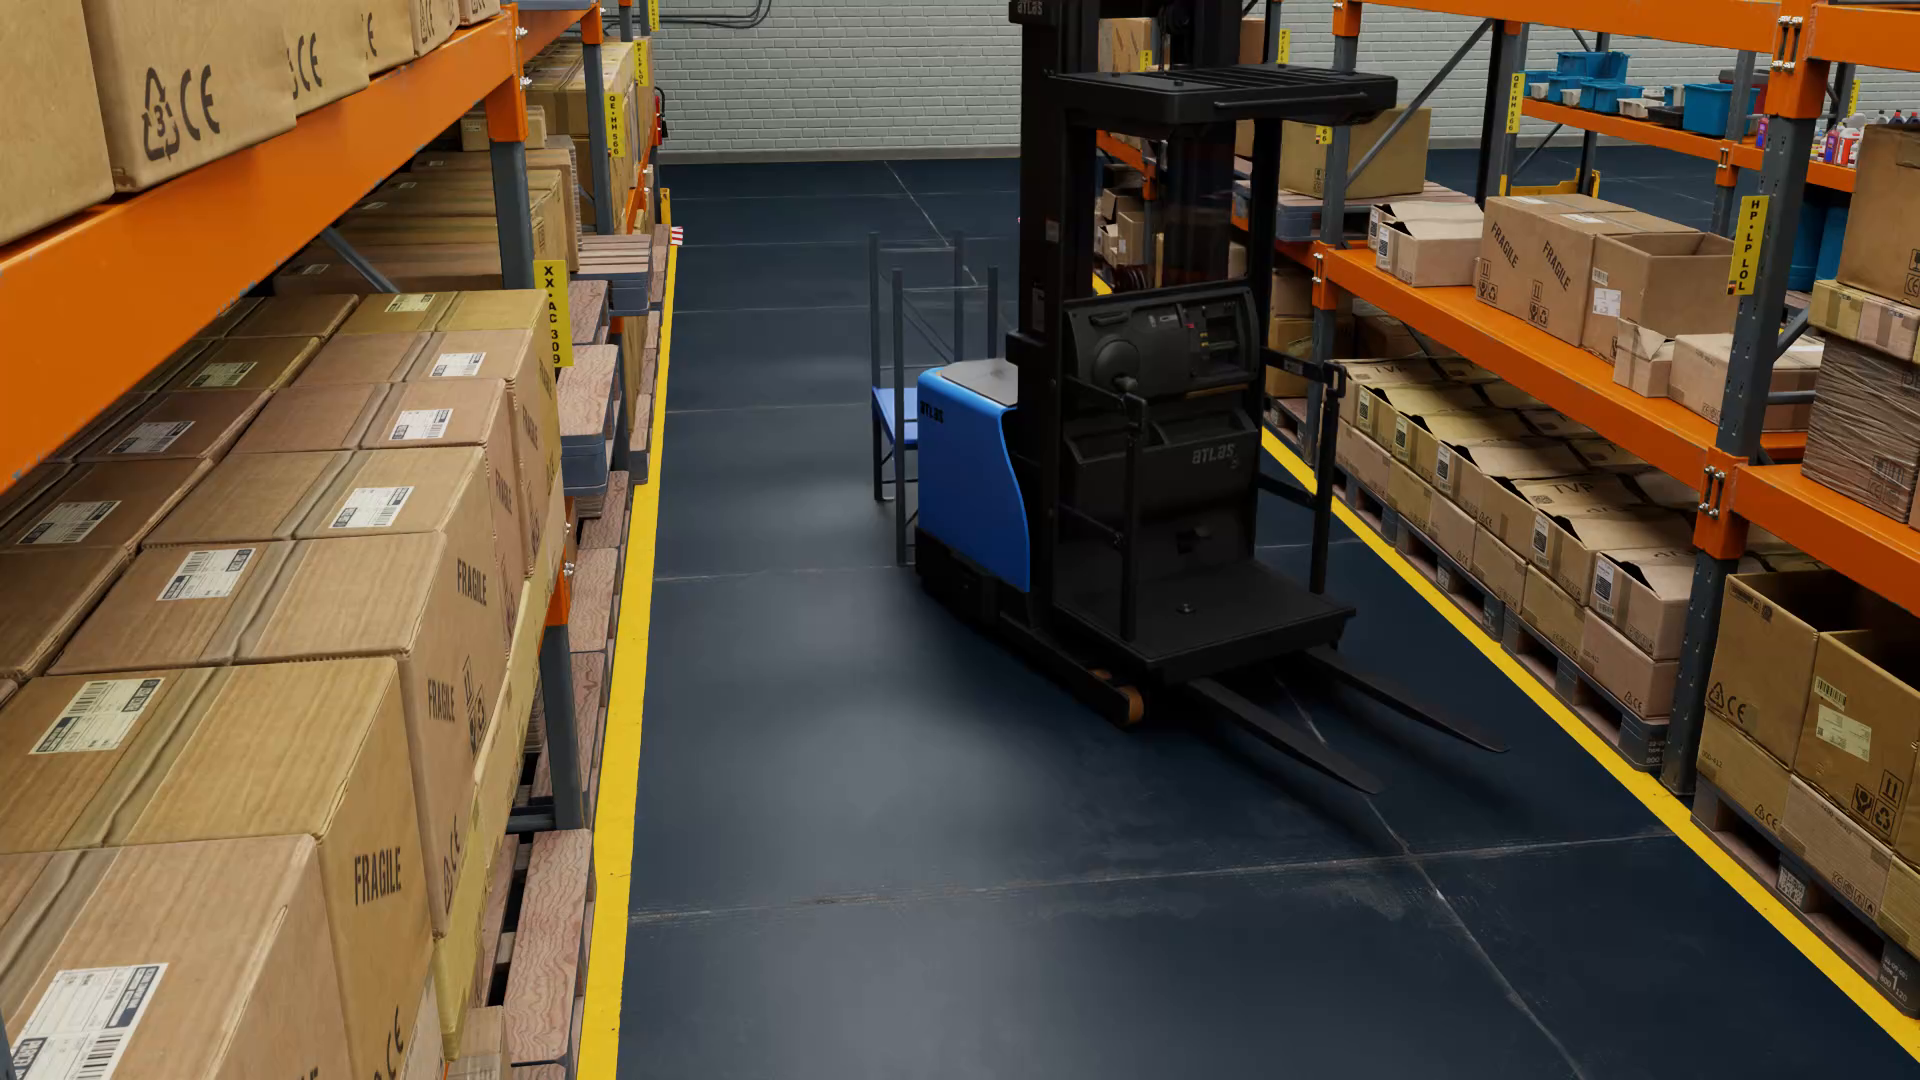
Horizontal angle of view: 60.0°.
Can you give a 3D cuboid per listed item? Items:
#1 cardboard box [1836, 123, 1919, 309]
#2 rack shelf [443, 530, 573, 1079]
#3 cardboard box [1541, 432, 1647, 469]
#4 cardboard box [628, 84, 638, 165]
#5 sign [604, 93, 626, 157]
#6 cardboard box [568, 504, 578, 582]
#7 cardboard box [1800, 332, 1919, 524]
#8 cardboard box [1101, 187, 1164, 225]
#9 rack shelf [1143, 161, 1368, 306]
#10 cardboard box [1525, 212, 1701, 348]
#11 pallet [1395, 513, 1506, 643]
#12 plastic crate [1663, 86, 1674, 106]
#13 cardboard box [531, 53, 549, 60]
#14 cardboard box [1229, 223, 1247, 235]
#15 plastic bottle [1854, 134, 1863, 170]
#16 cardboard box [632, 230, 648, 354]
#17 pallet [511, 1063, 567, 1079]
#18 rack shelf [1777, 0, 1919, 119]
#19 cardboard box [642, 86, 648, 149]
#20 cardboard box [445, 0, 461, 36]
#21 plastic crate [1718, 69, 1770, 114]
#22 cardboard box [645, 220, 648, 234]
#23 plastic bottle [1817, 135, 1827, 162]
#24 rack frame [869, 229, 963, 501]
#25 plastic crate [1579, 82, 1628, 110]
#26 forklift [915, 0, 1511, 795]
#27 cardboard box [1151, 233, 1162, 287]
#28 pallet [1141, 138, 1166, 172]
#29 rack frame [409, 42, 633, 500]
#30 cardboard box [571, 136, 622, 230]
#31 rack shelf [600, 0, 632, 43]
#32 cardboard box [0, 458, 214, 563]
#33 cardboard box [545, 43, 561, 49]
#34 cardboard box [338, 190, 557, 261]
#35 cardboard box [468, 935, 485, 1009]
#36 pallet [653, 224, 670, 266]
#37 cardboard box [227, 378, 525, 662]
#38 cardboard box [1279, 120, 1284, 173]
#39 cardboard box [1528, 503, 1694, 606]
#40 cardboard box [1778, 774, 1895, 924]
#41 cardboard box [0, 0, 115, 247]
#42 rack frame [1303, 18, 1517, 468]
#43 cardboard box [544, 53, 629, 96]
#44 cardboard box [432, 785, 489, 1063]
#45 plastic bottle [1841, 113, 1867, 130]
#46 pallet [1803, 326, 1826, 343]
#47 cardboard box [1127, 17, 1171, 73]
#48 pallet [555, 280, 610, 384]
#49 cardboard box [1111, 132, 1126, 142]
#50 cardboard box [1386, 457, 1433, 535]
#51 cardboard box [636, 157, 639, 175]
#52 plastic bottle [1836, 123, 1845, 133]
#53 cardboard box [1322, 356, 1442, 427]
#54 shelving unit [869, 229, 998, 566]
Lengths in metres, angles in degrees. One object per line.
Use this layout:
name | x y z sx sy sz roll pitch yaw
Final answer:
cardboard box | 3.207 -0.997 5.101 0.700 0.500 0.500 -3 21 -7
rack shelf | -1.476 0.785 3.356 1.077 0.370 4.000 -3 21 -8
cardboard box | 3.101 -0.355 7.908 0.500 0.311 0.500 -2 21 -6
cardboard box | -2.518 -2.887 11.562 0.500 0.500 0.500 -3 21 -7
sign | -1.805 -2.165 8.685 0.100 0.325 0.005 -3 21 -8
cardboard box | -2.127 -0.063 7.542 0.700 0.500 0.500 -3 21 -8
cardboard box | 3.207 -0.389 5.328 0.700 0.500 0.500 -3 21 -9
cardboard box | 1.708 -2.952 15.273 0.797 0.503 0.637 -3 21 -8
rack shelf | 2.272 -2.236 11.444 1.077 0.370 4.000 -3 21 -8
cardboard box | 2.894 -1.165 7.406 0.500 0.500 0.500 -3 21 -8
pallet | 2.813 0.134 8.055 1.003 0.211 1.213 -3 21 -8
plastic crate | 6.859 -4.151 15.696 0.416 0.233 0.300 -3 21 -8
cardboard box | -2.950 -3.035 10.886 0.500 0.250 0.500 -4 21 -10
cardboard box | 1.957 -2.126 11.993 0.500 0.250 0.500 -3 21 -8
plastic bottle | 6.743 -2.876 12.306 0.152 0.276 0.135 -3 21 -8
cardboard box | -2.564 -1.678 11.394 0.750 0.750 0.750 -2 21 -6
pallet | -1.453 1.716 3.821 1.003 0.211 1.213 -3 21 -8
rack shelf | 3.425 -0.871 3.503 1.077 0.370 4.000 -3 21 -8
cardboard box | -3.079 -3.597 13.630 0.980 0.700 0.700 -3 21 -9
cardboard box | -1.387 -1.368 3.633 0.500 0.500 0.500 -5 21 -12
plastic crate | 7.006 -3.894 14.678 0.402 0.464 0.583 -3 21 -8
cardboard box | -2.993 -2.478 14.037 0.700 0.500 0.500 -3 21 -8
plastic bottle | 6.646 -3.006 12.761 0.097 0.201 0.097 0 20 0
rack frame | -0.232 -0.940 9.090 0.500 1.500 0.032 -3 21 -9
plastic crate | 6.209 -4.291 16.071 0.416 0.233 0.300 -3 21 -8
forklift | 0.957 -0.804 6.681 1.130 2.935 3.031 -11 23 -28
cardboard box | 1.812 -2.121 13.052 0.500 0.500 0.500 -4 21 -10
pallet | 1.991 -2.894 12.451 1.003 0.211 1.213 -3 21 -8
rack frame | -2.341 -1.630 8.792 1.000 3.000 0.127 -3 21 -8
cardboard box | -2.158 -2.006 9.204 0.500 0.500 0.500 -2 21 -6
rack shelf | -2.629 -3.390 10.247 1.077 0.370 4.000 -3 21 -8
cardboard box | -1.680 0.170 3.089 0.500 0.500 0.500 -3 21 -7
cardboard box | -3.109 -3.389 11.834 0.500 0.250 0.500 -2 21 -6
cardboard box | -2.003 -1.096 6.591 0.700 0.500 0.500 0 20 0
cardboard box | -1.575 1.078 4.488 0.500 0.500 0.500 -4 21 -12
pallet | -3.301 -2.820 15.965 1.003 0.211 1.213 -3 21 -8
cardboard box | -1.251 -0.040 3.649 0.500 0.500 0.500 -4 21 -9
cardboard box | 2.415 -2.663 10.816 0.700 0.500 0.500 1 20 2
cardboard box | 2.714 0.027 6.884 0.500 0.311 0.500 -2 21 -6
cardboard box | 2.971 0.945 5.229 0.500 0.250 0.500 -3 21 -8
cardboard box | -0.989 -0.449 1.174 0.500 0.500 0.500 -2 21 -6
rack frame | 2.560 -1.881 9.464 1.000 3.000 0.127 -3 21 -8
cardboard box | -2.459 -3.058 10.949 0.500 0.250 0.500 -3 21 -7
cardboard box | -1.100 0.660 2.846 0.500 0.250 0.500 -3 21 -9
plastic bottle | 7.263 -3.336 13.538 0.152 0.276 0.135 -3 21 -8
pallet | 7.135 -1.515 12.471 1.003 0.211 1.213 -3 21 -8
cardboard box | 1.655 -3.943 13.414 0.500 0.500 0.500 -3 21 -7
pallet | -2.015 -0.856 6.996 1.003 0.211 1.213 -3 21 -8
cardboard box | 1.582 -3.651 14.061 0.500 0.500 0.500 -2 21 -6
cardboard box | 2.500 -0.239 8.400 0.500 0.250 0.500 -3 21 -9
cardboard box | -2.529 -2.717 12.035 0.380 0.149 0.250 -3 21 -7
plastic bottle | 7.142 -3.288 13.517 0.097 0.201 0.097 0 20 0
cardboard box | 2.345 -0.856 9.249 0.500 0.311 0.500 -2 21 -6
shelving unit | -0.151 -0.765 8.620 0.538 1.500 1.048 -3 21 -9
